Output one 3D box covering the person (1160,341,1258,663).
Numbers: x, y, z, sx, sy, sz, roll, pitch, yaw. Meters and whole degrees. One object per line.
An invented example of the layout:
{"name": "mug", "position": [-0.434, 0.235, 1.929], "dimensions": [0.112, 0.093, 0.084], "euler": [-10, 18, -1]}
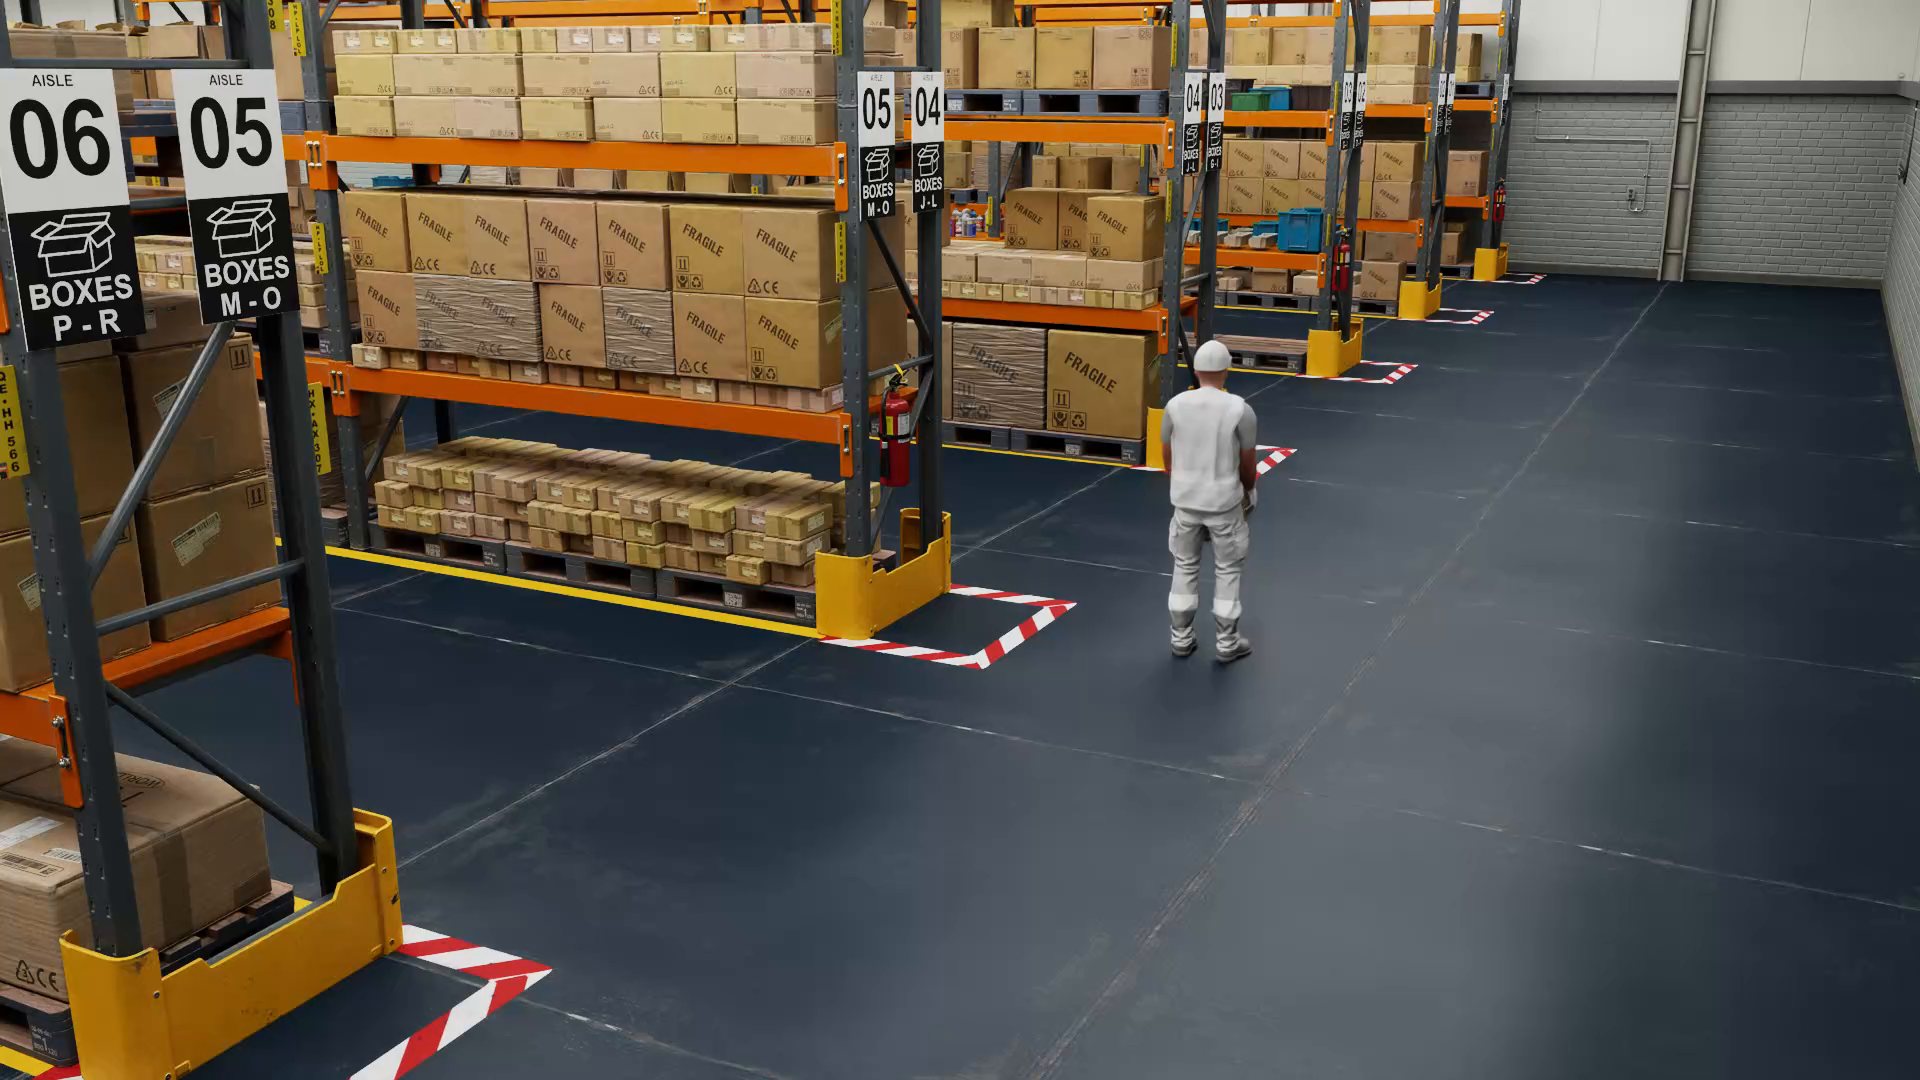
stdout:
{"name": "person", "position": [1.381, -0.215, 9.255], "dimensions": [0.539, 1.788, 0.437], "euler": [7, 17, 24]}
